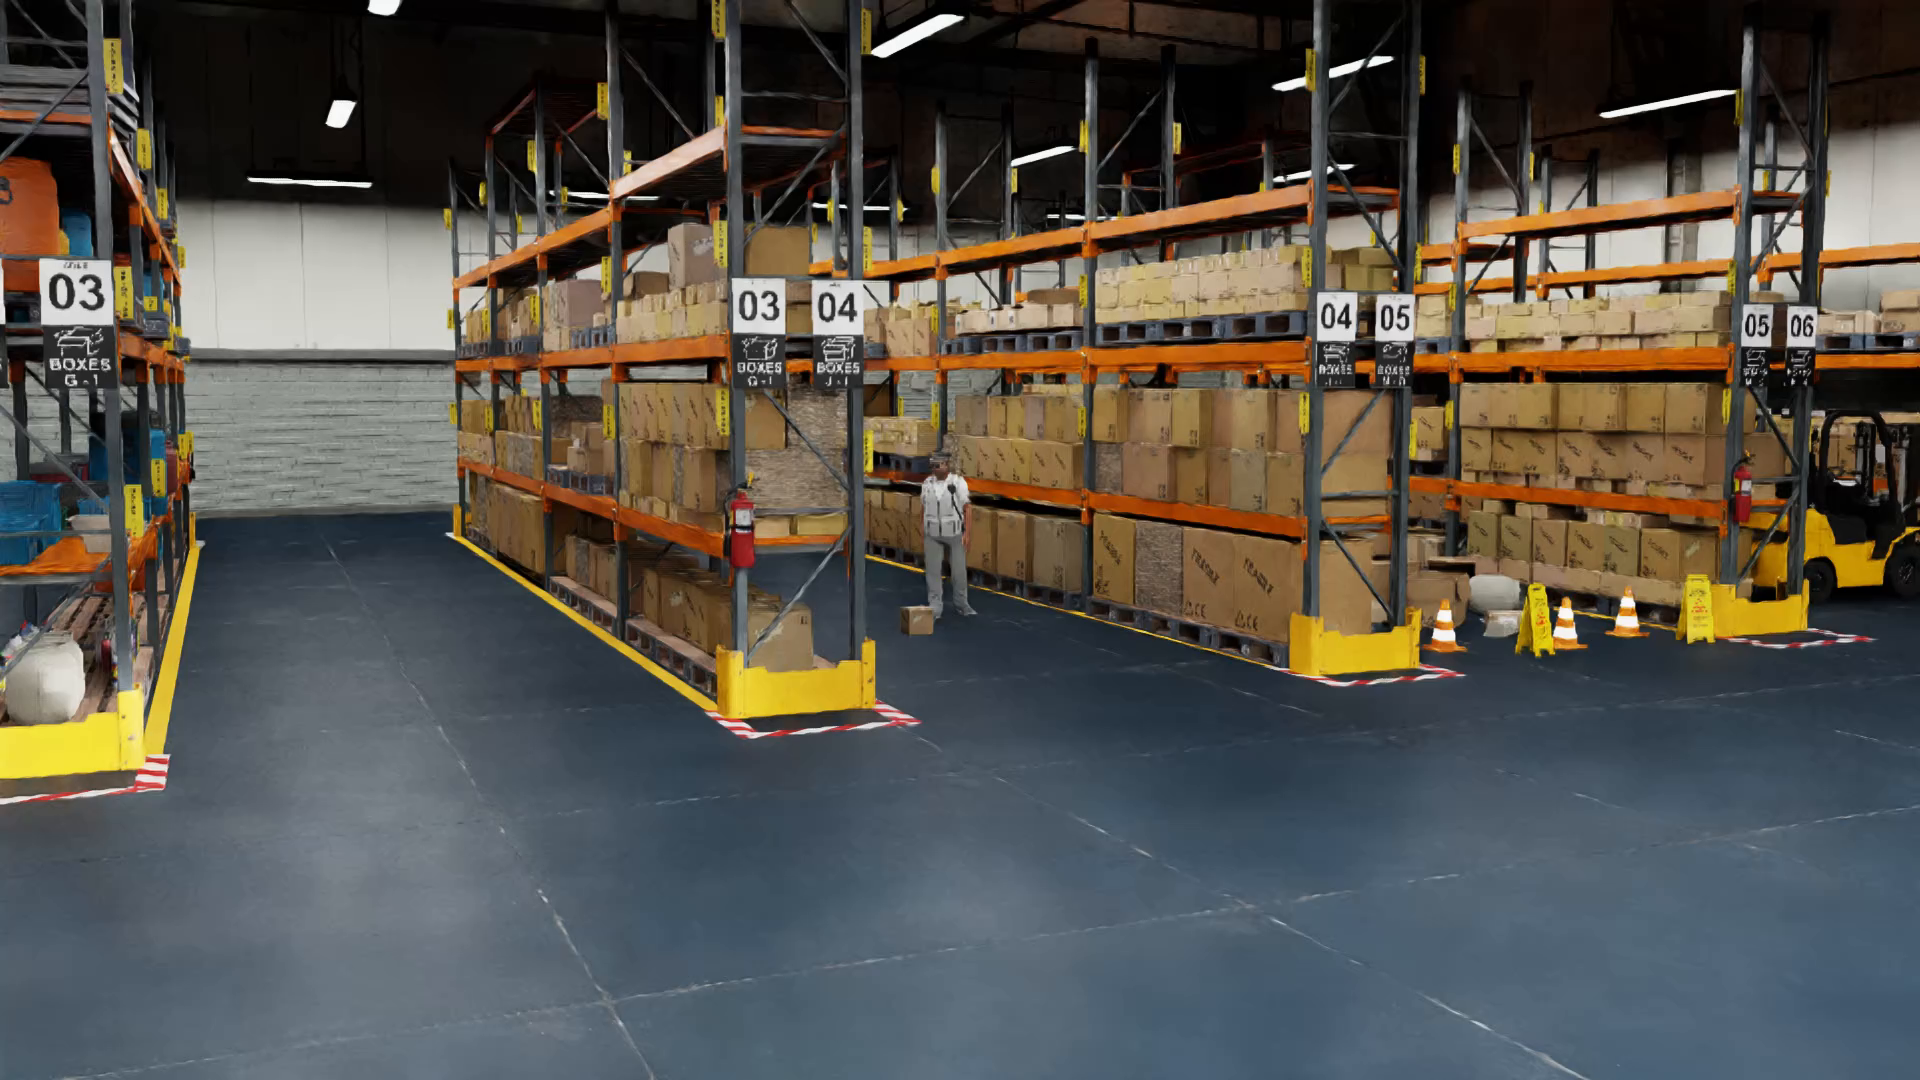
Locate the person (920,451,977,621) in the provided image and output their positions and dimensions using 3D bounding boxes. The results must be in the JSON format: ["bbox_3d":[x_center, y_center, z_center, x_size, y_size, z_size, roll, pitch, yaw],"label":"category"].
[{"bbox_3d":[-0.133,-0.053,17.239,0.594,1.754,0.599,1,5,10],"label":"person"}]
